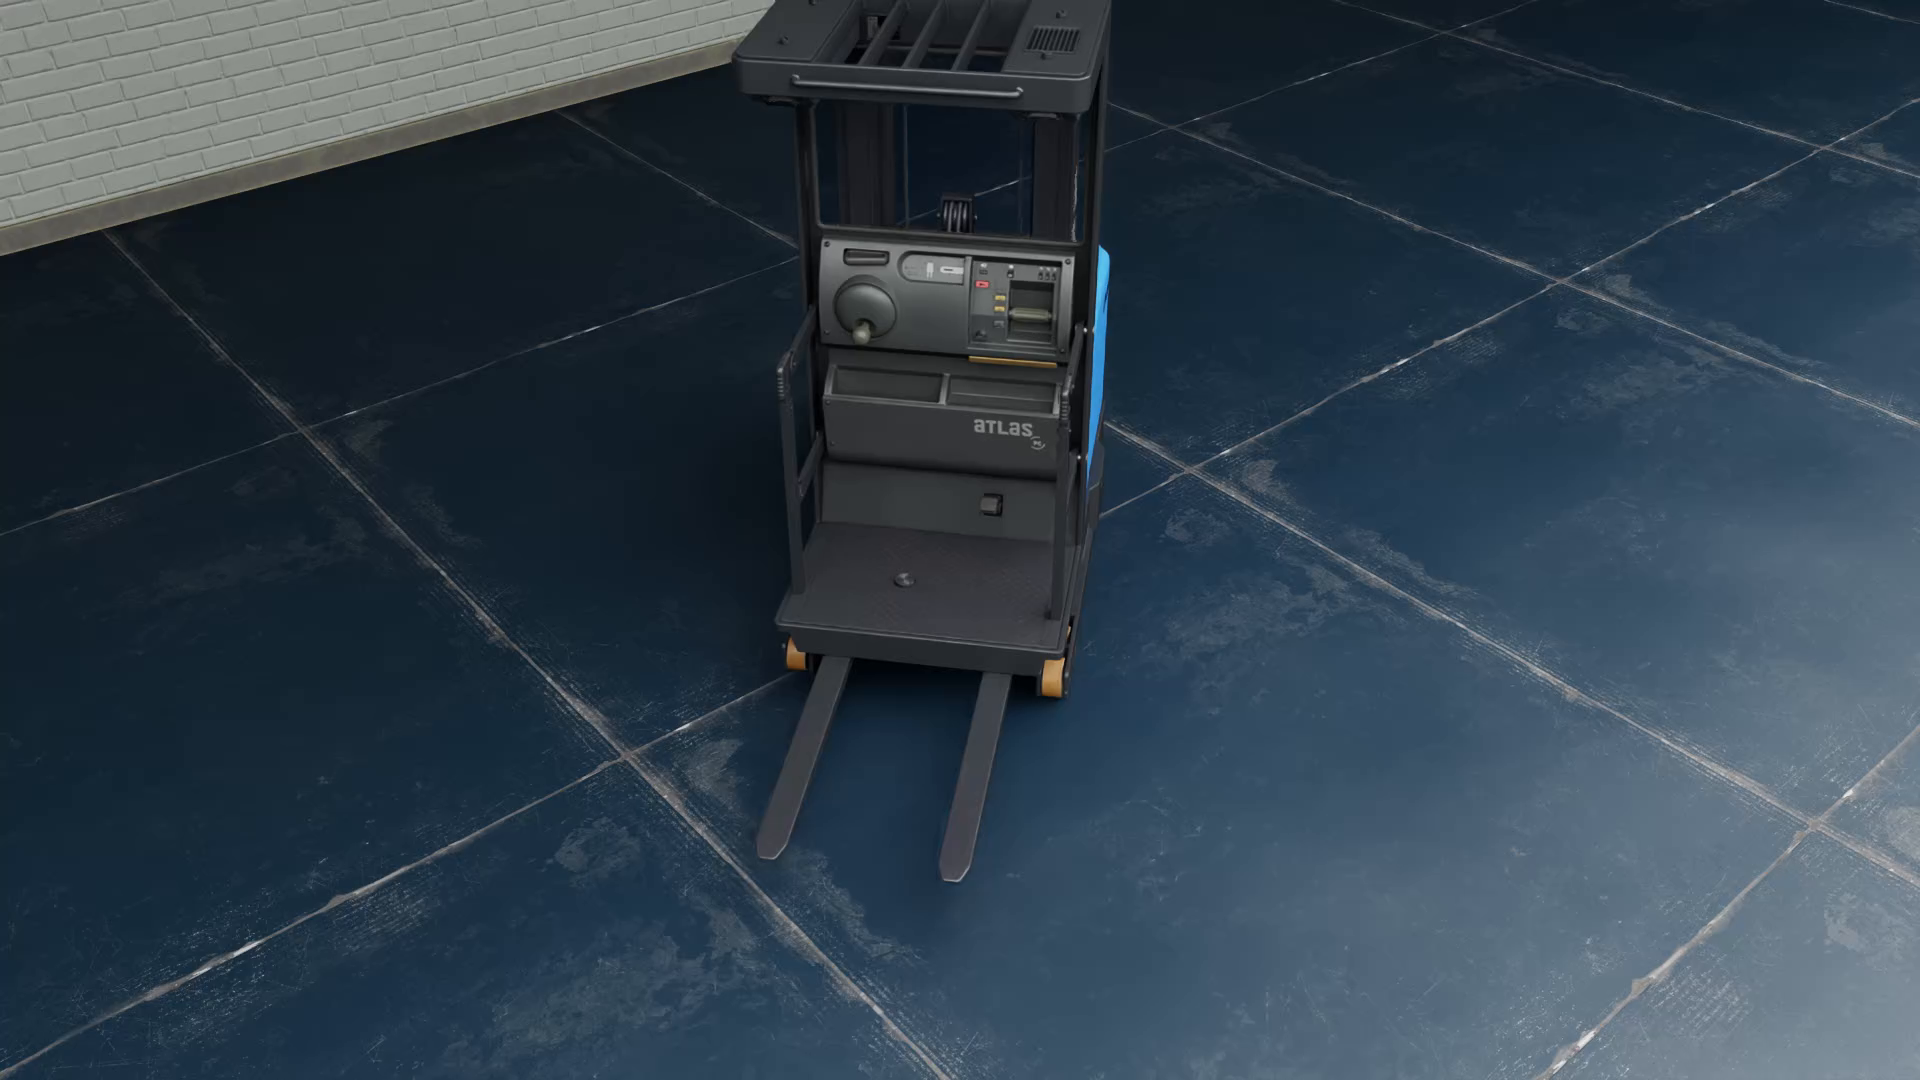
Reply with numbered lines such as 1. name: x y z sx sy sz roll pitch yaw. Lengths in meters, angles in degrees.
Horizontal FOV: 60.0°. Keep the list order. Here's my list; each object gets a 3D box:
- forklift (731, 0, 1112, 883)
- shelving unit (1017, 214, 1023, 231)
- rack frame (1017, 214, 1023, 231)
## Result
1. forklift: -0.085 -0.814 5.863 1.130 2.935 3.031 5 36 8
2. shelving unit: 0.143 -0.994 7.740 0.252 1.050 0.215 6 34 8
3. rack frame: 0.264 -0.982 7.724 0.008 1.050 0.200 6 34 8
